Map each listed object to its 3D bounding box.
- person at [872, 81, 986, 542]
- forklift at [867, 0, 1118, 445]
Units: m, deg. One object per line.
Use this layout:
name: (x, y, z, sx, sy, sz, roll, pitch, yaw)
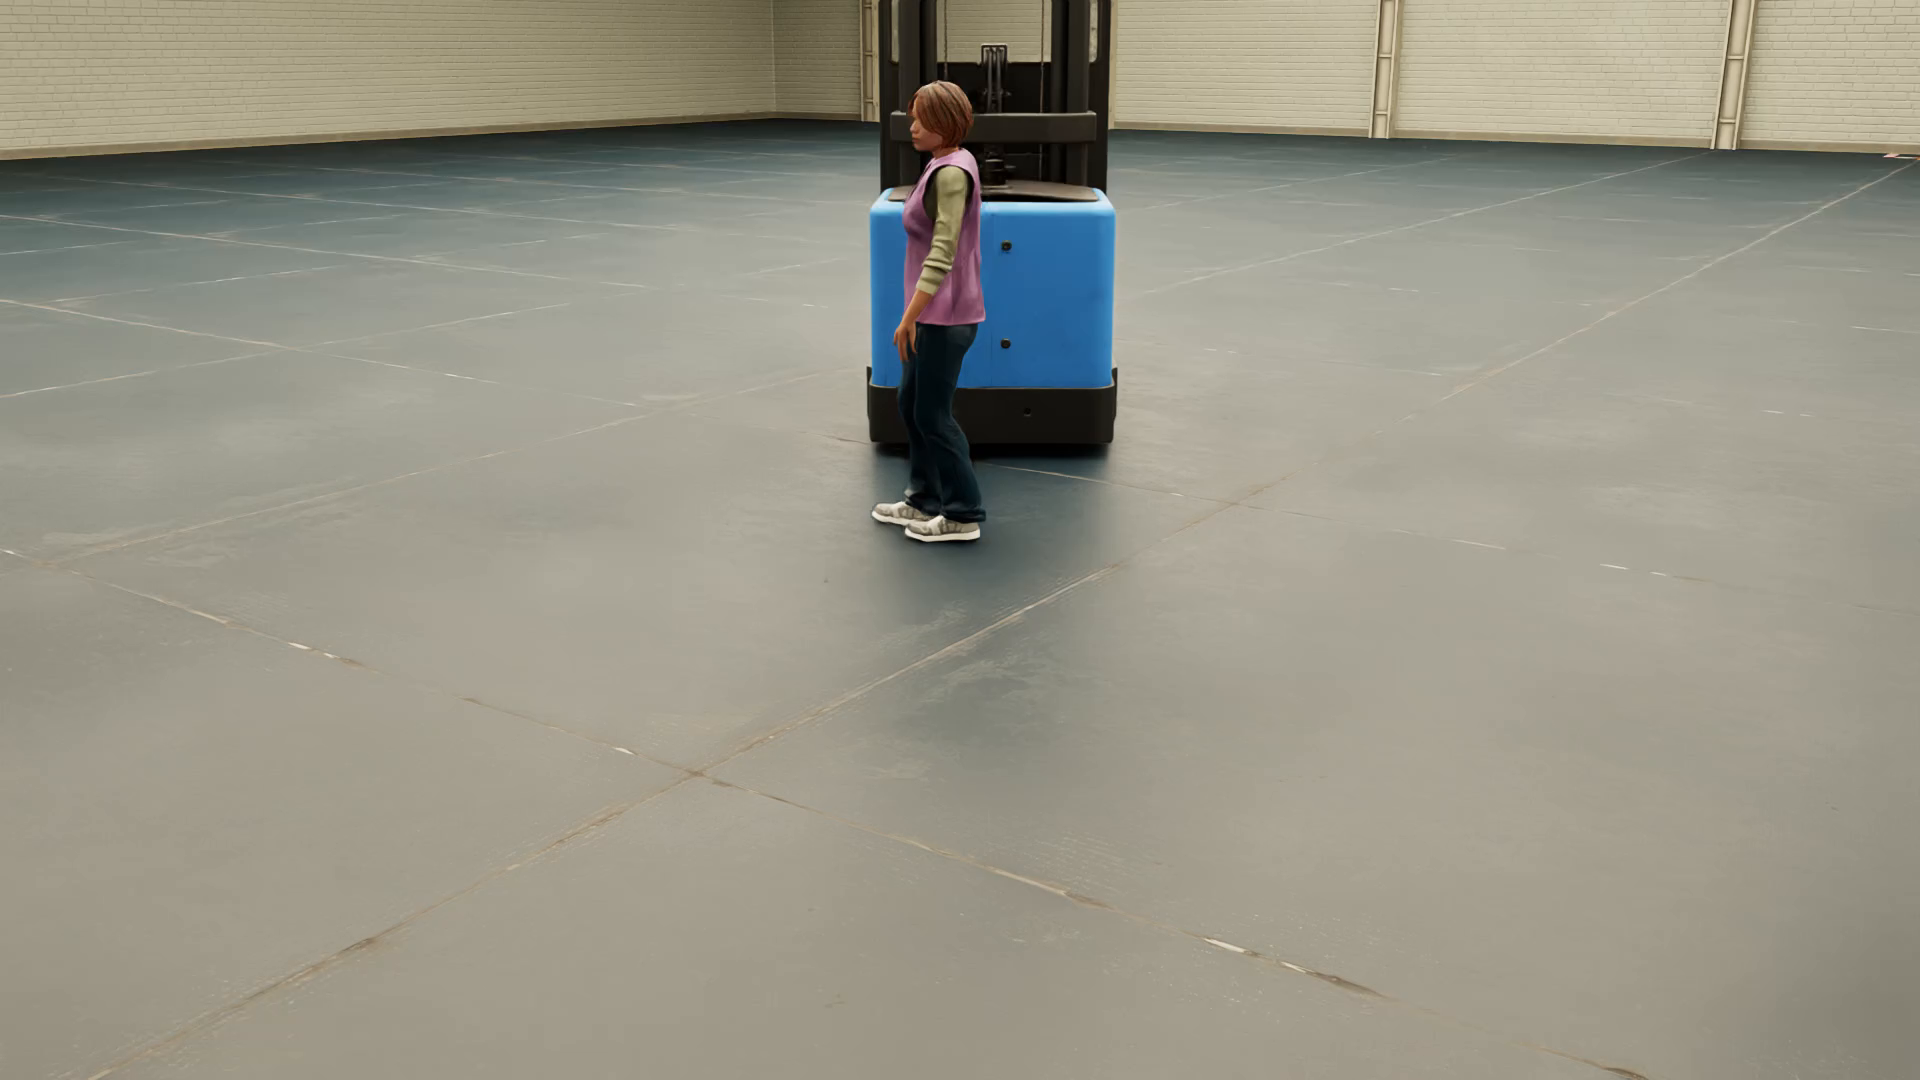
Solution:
person: (-0.109, -0.758, 5.720, 0.405, 1.587, 0.573, -1, 17, -4)
forklift: (0.166, -2.178, 8.118, 1.130, 2.935, 3.031, 0, 17, 1)
